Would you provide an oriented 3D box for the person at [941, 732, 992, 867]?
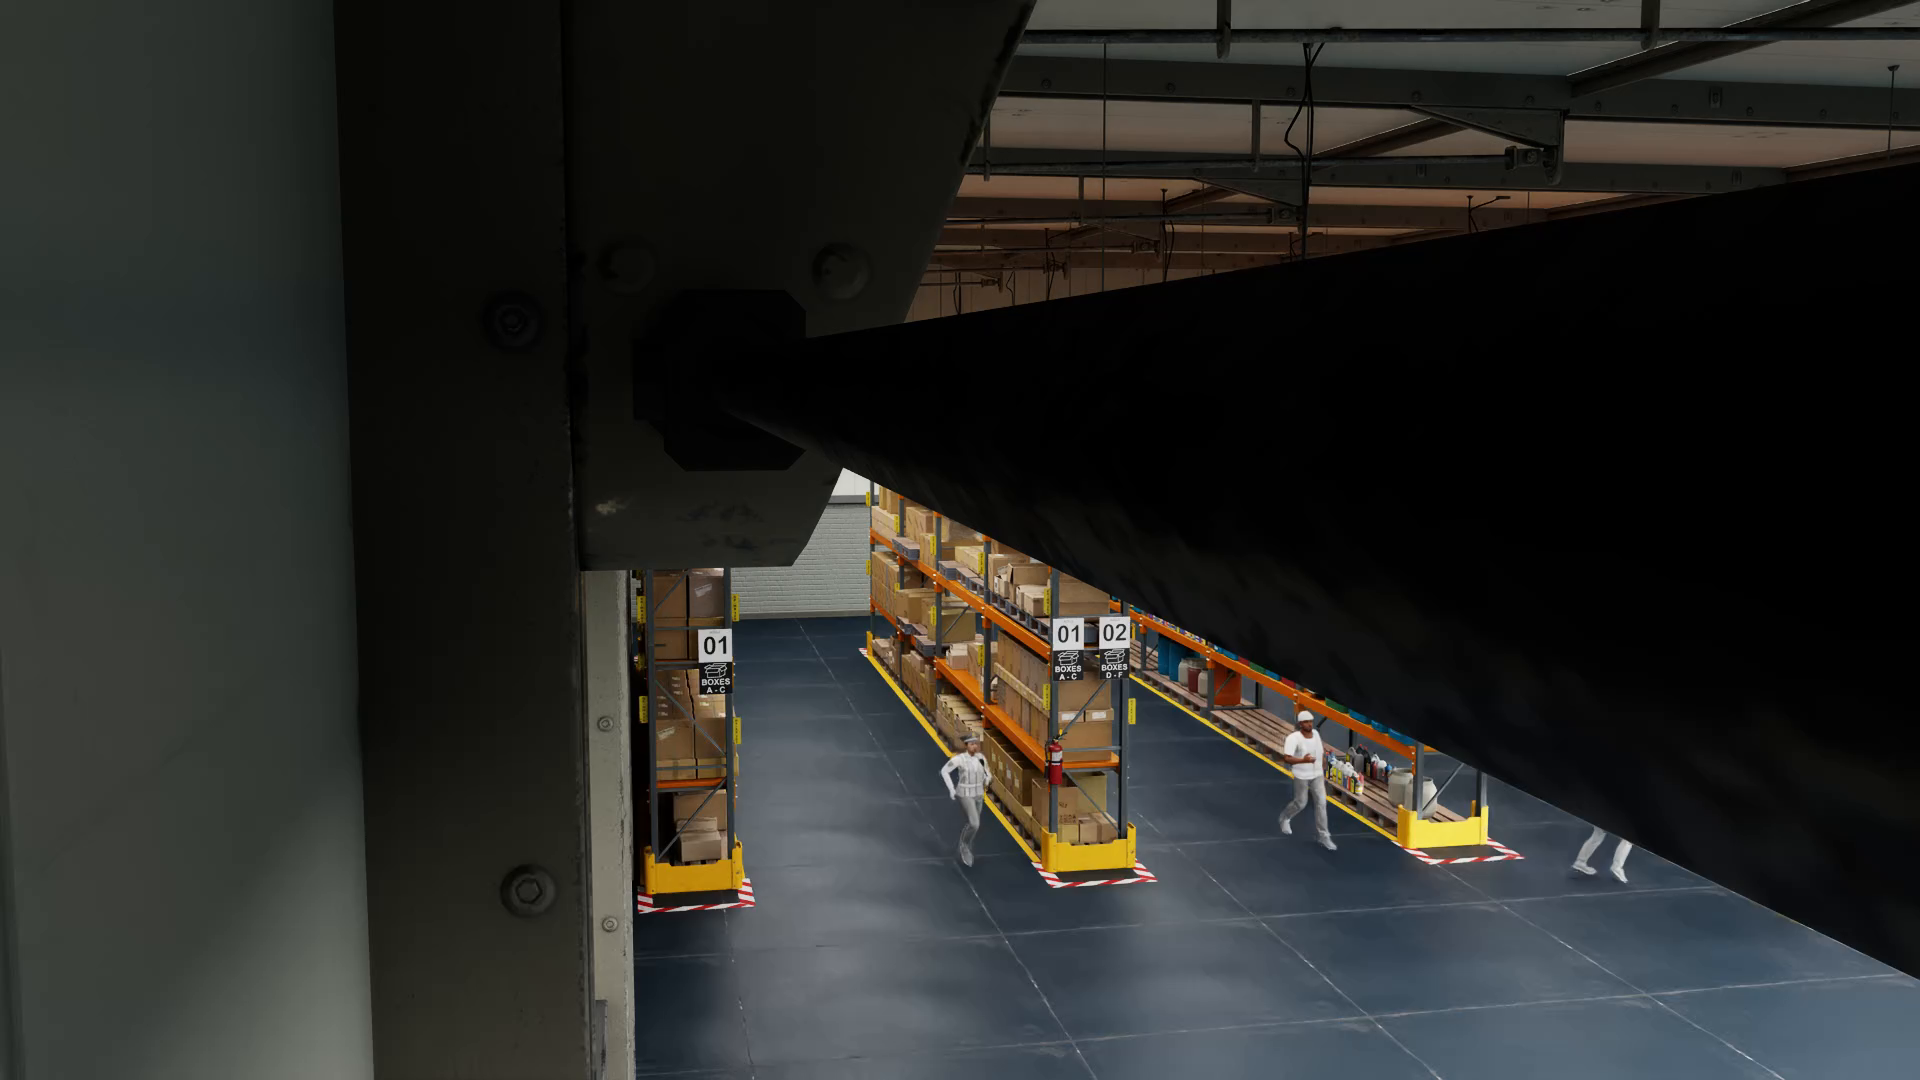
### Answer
[{"bbox_3d":[0.145,3.285,21.153,0.578,1.711,0.672,-4,7,-35],"label":"person"}]

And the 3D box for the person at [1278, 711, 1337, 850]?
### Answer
[{"bbox_3d":[4.637,3.141,22.070,0.707,1.742,1.027,-2,6,-21],"label":"person"}]

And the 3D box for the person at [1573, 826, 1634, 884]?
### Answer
[{"bbox_3d":[8.010,3.362,20.463,0.787,1.739,0.572,1,6,8],"label":"person"}]
